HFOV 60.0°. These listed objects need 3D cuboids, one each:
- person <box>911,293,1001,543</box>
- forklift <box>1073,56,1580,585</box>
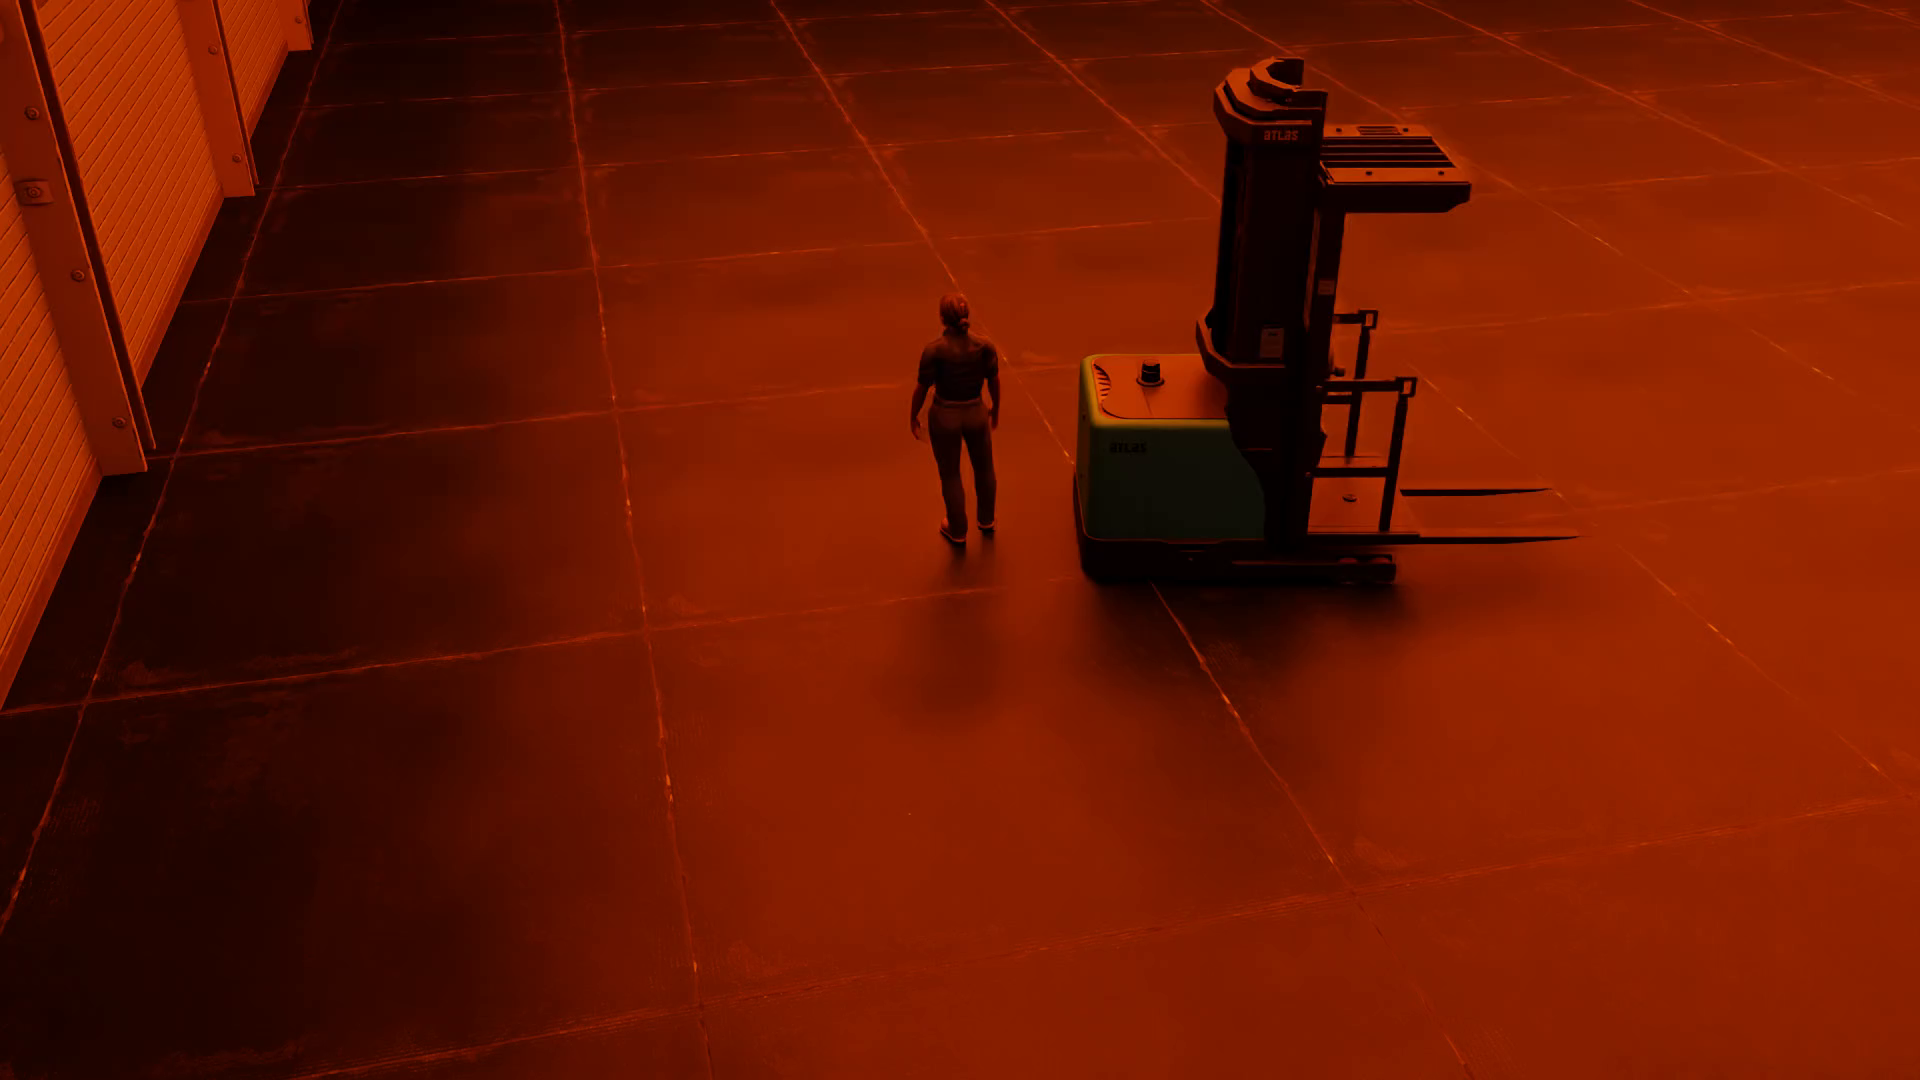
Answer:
[{"bbox_3d":[-0.026,-0.769,10.175,0.587,1.657,0.476,-8,31,-13],"label":"person"},{"bbox_3d":[2.252,-1.264,9.757,3.031,2.935,1.130,0,30,0],"label":"forklift"}]
